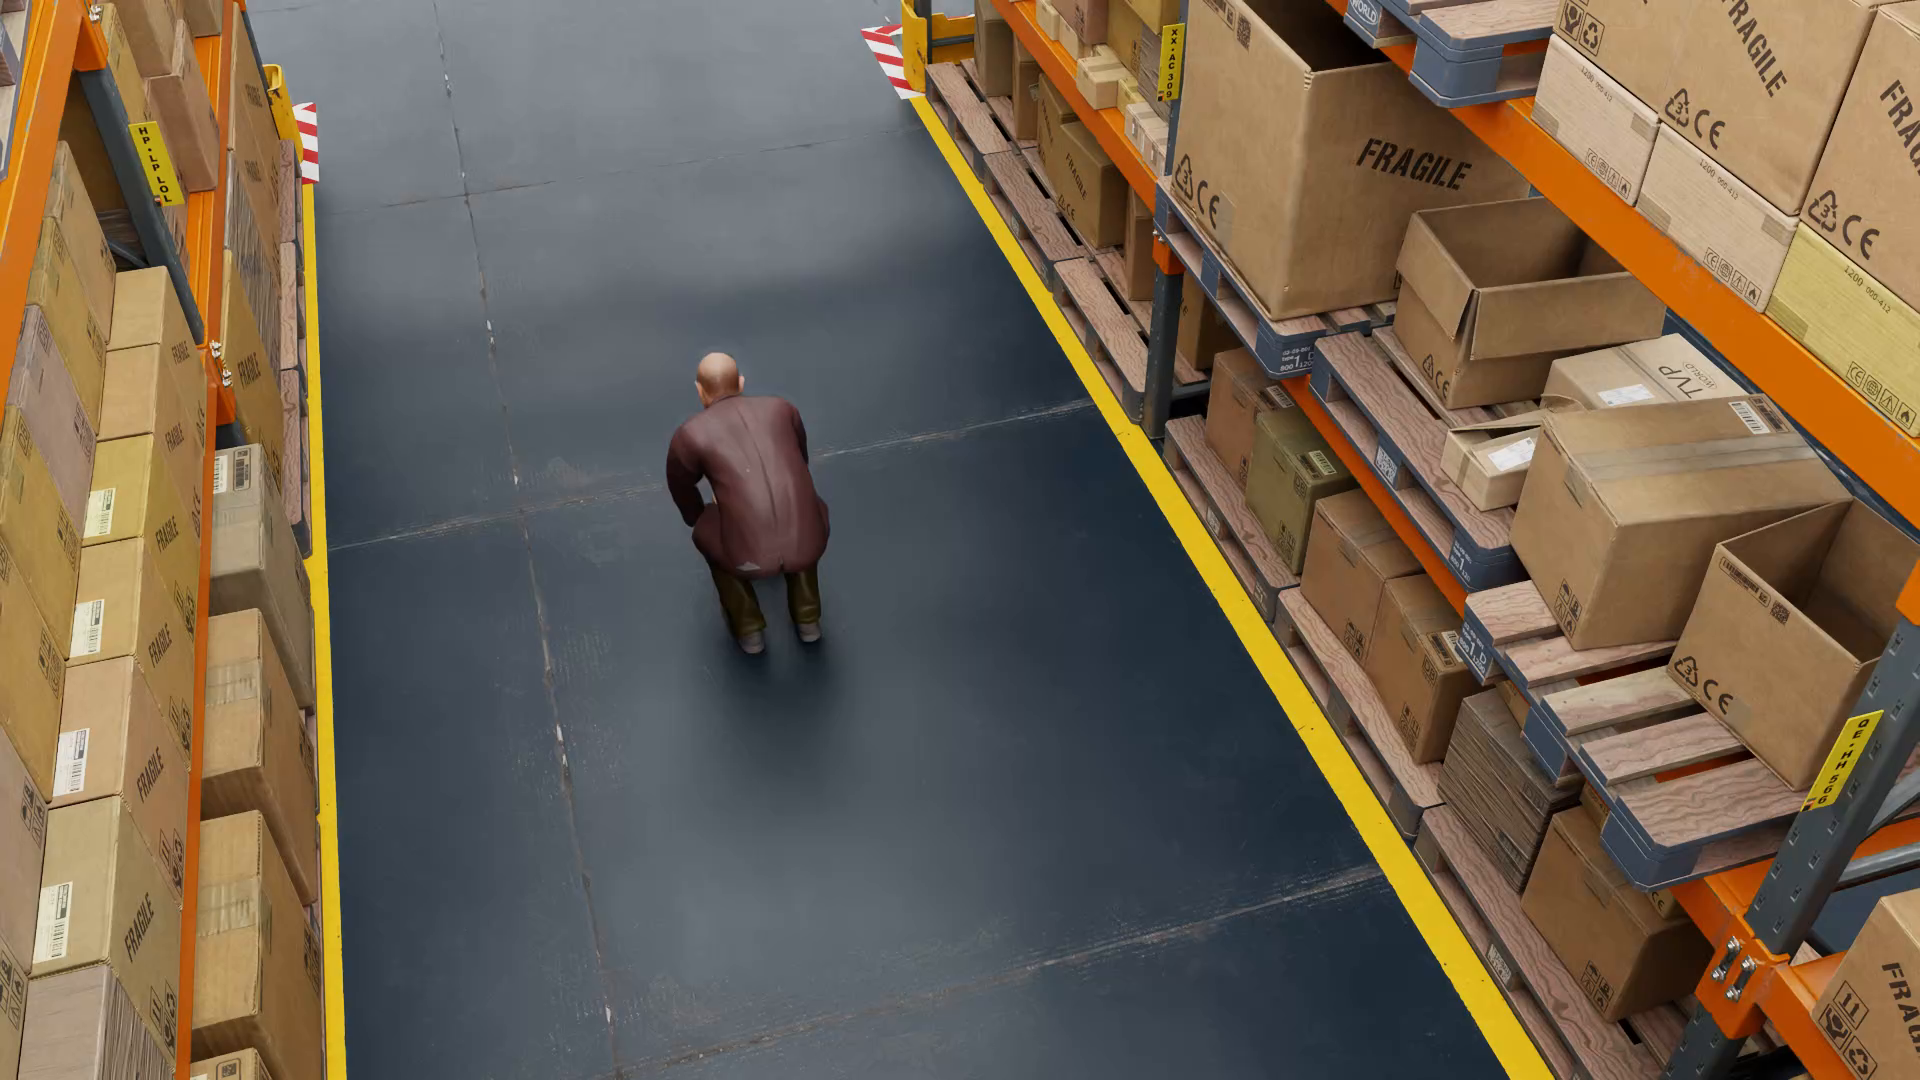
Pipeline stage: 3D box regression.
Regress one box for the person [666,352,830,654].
[{"bbox_3d":[-0.850,-0.122,6.805,0.619,1.118,0.855,-12,43,-13],"label":"person"}]
